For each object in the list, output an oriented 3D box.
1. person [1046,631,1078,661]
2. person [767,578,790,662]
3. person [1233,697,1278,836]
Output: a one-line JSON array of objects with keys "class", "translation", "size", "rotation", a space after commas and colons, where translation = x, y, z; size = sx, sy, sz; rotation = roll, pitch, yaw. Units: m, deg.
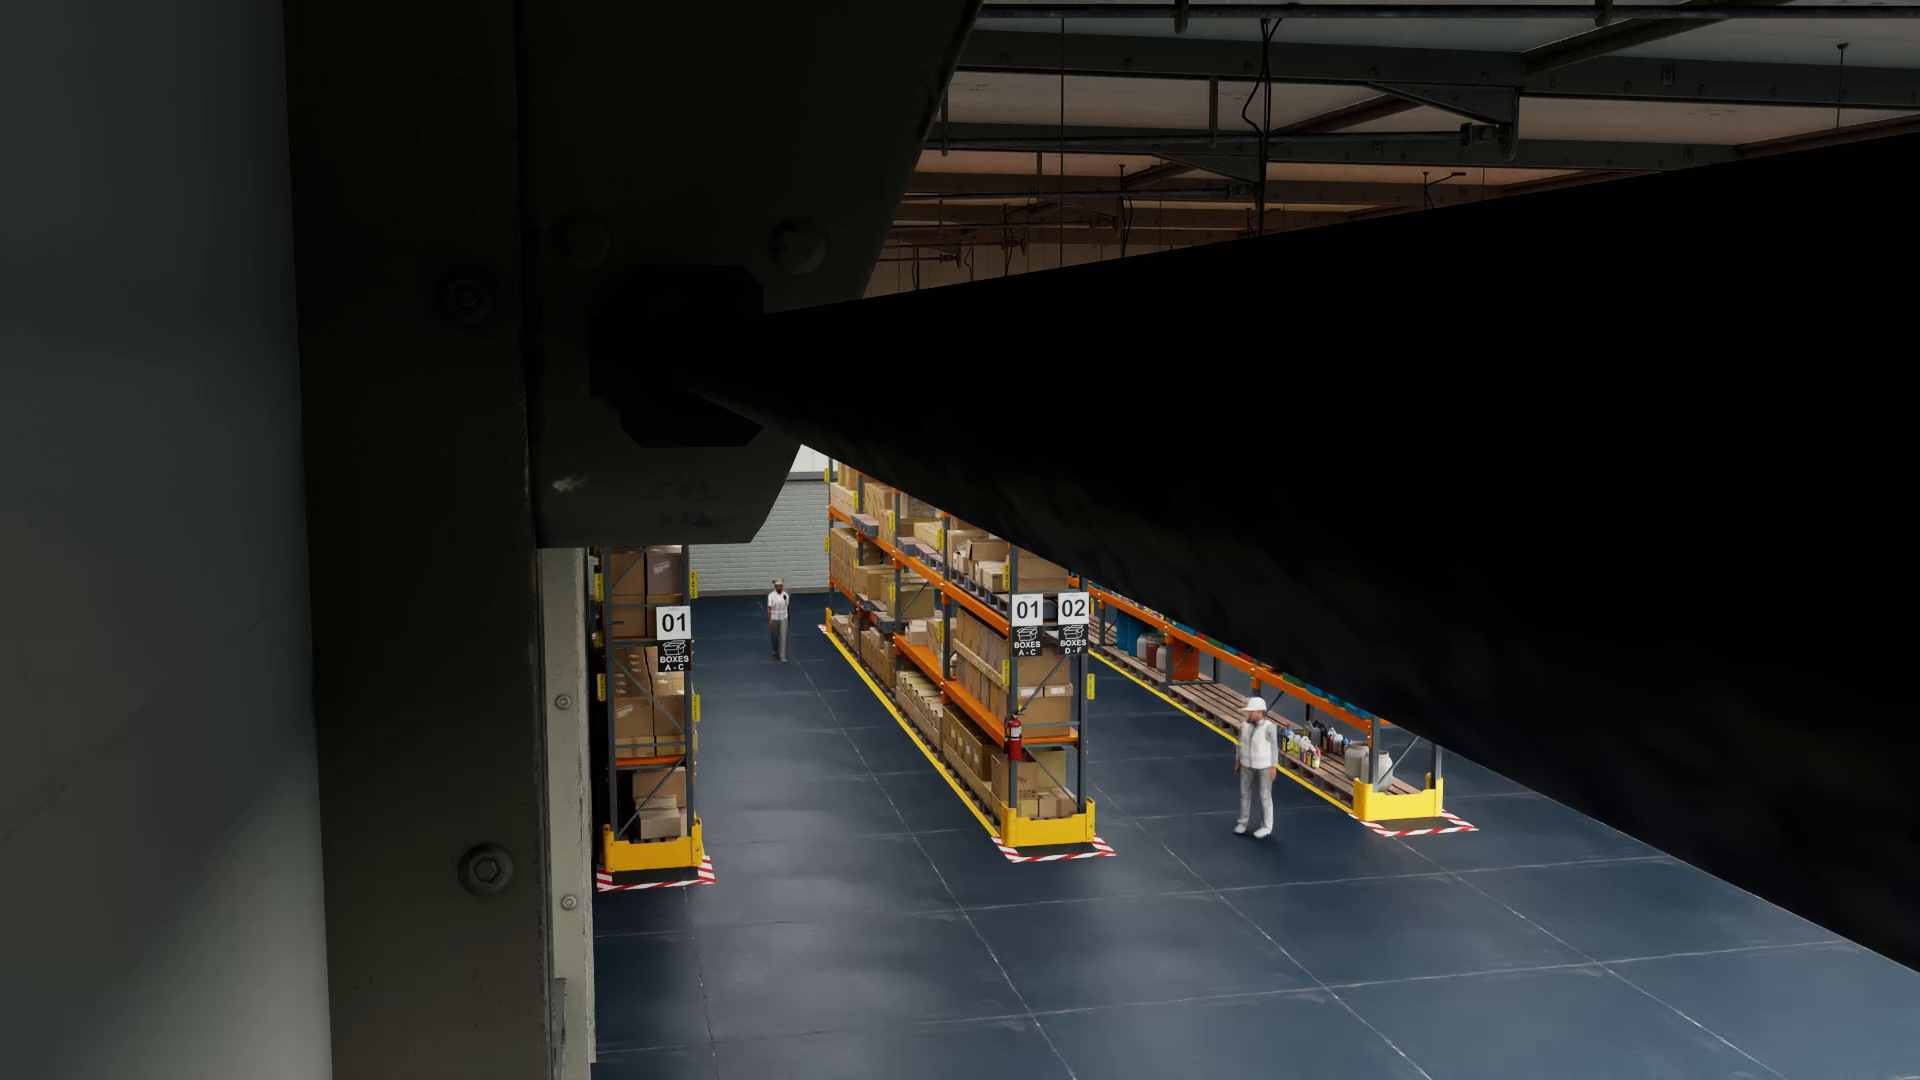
[{"class": "person", "translation": [1.819, 1.950, 29.718], "size": [0.539, 1.729, 1.086], "rotation": [-2, 7, -16]}, {"class": "person", "translation": [-3.619, 1.575, 33.197], "size": [0.445, 1.650, 0.937], "rotation": [-1, 7, -8]}, {"class": "person", "translation": [3.784, 2.904, 21.407], "size": [0.571, 1.776, 0.441], "rotation": [5, 8, 35]}]
